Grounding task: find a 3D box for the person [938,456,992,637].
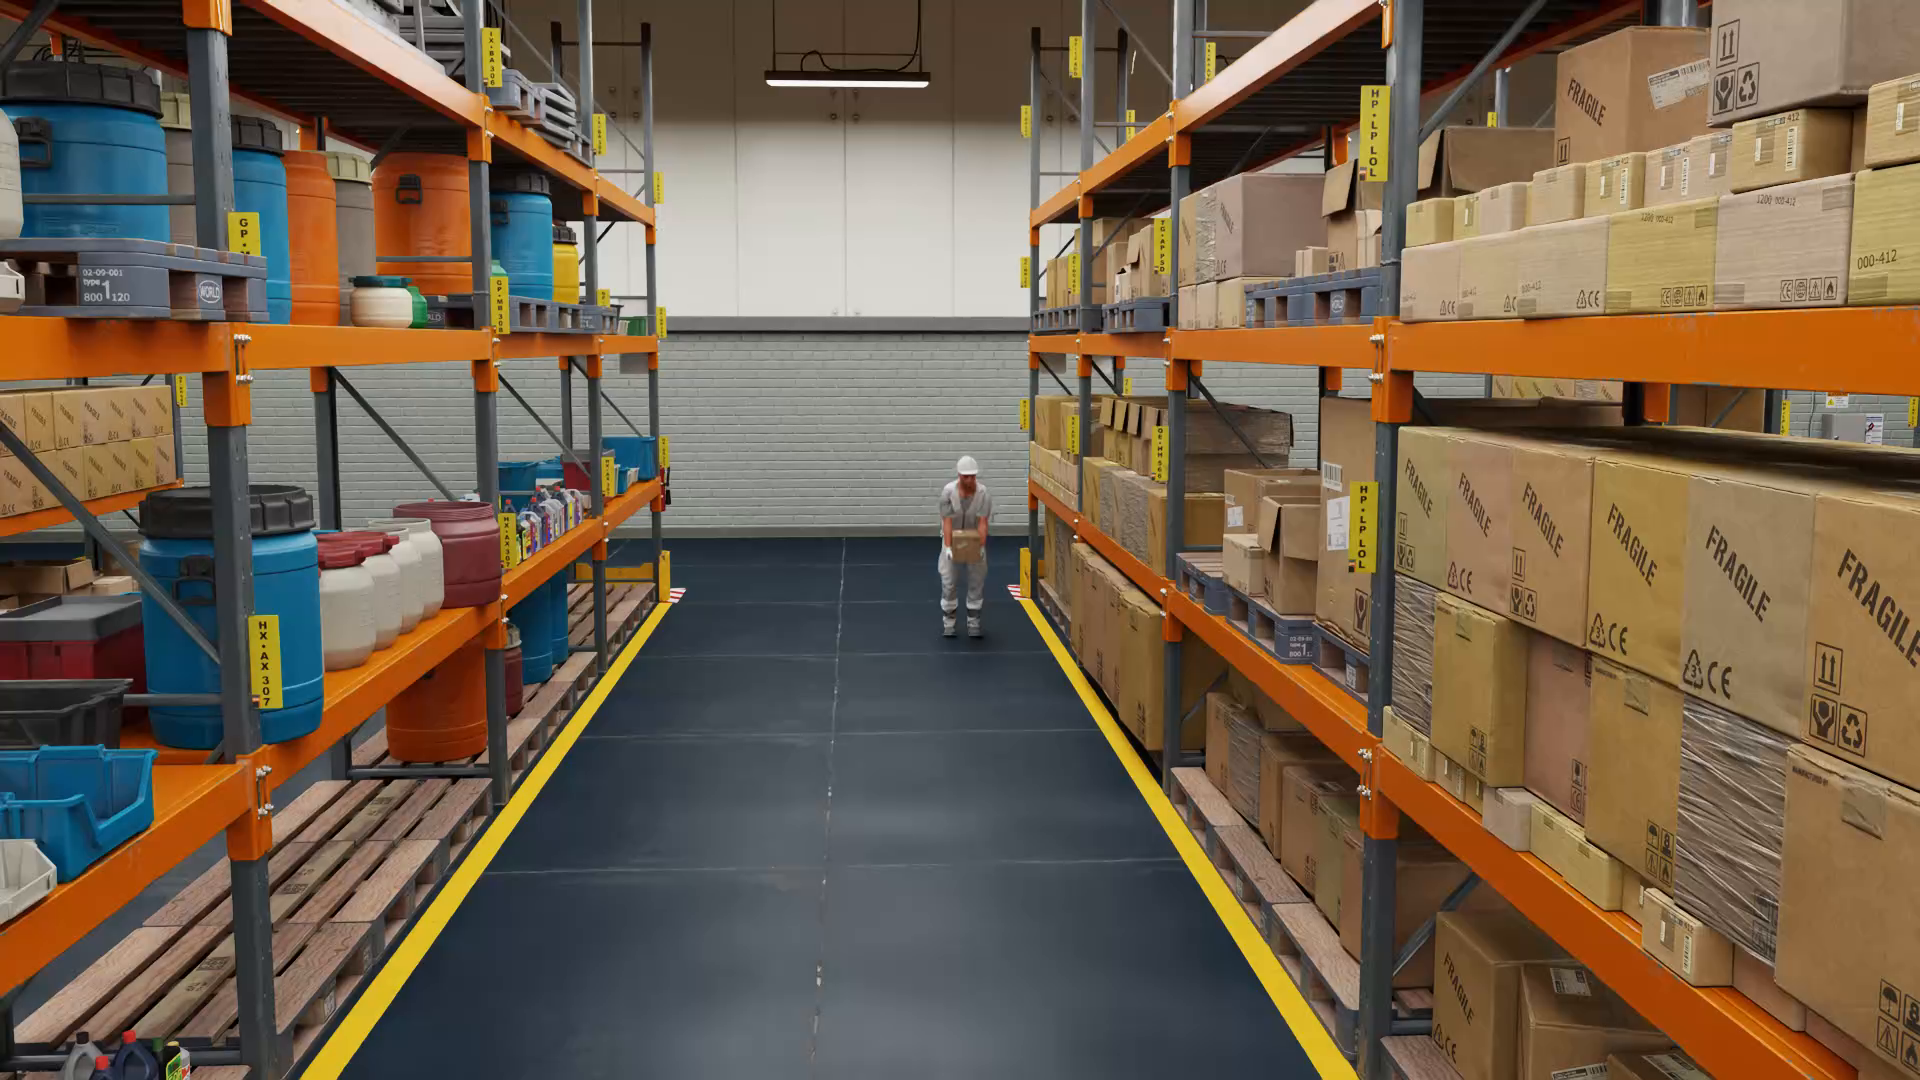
[{"bbox_3d":[0.035,0.061,15.490,0.468,1.700,0.639,-1,7,-5],"label":"person"}]
